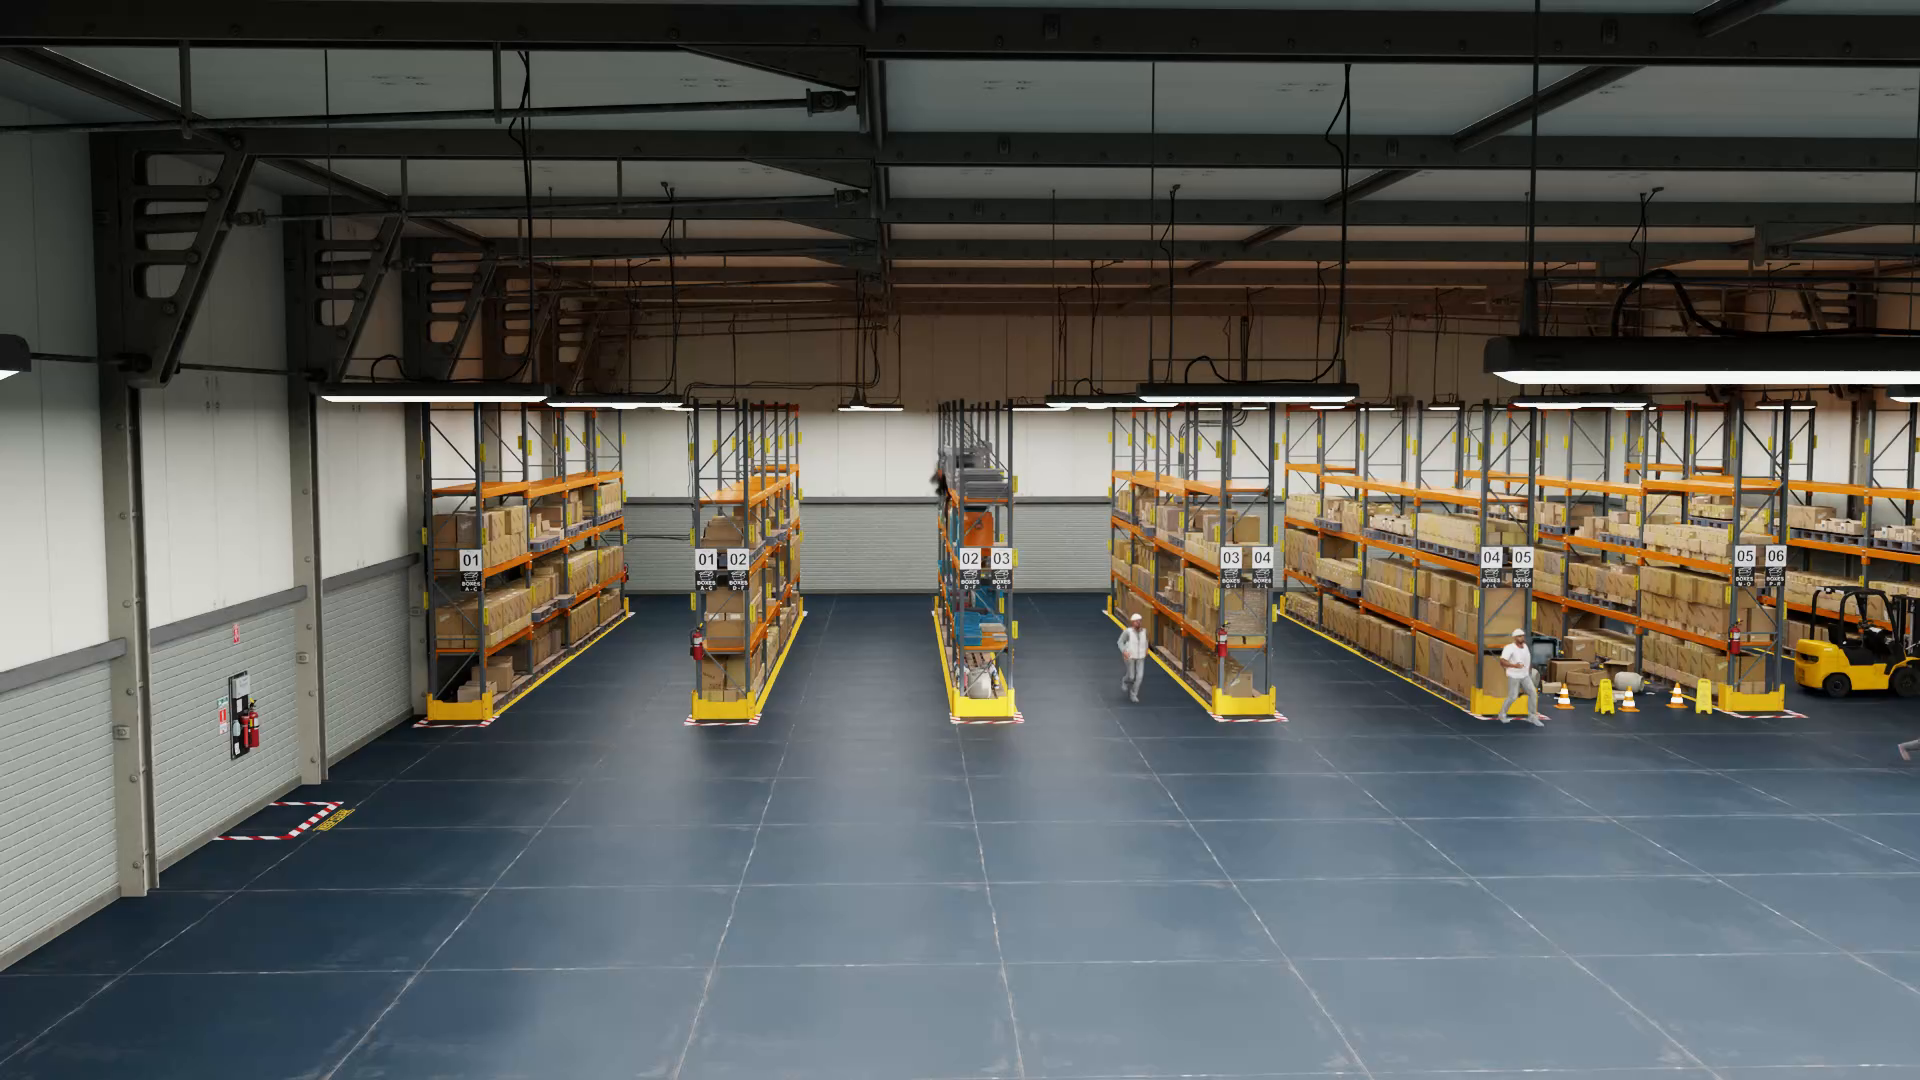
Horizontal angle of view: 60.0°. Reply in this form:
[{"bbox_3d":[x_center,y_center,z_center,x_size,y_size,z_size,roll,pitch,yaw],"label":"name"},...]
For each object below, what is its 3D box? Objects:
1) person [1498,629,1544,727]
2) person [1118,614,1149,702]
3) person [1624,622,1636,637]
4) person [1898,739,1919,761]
[{"bbox_3d":[10.234,2.498,30.391,0.738,1.750,0.818,-2,5,-28],"label":"person"},{"bbox_3d":[3.489,2.338,33.317,0.681,1.745,0.675,-1,5,-18],"label":"person"},{"bbox_3d":[16.426,1.820,40.496,0.542,1.624,0.631,0,4,-1],"label":"person"},{"bbox_3d":[15.551,2.896,26.649,0.599,1.647,0.881,-3,6,-38],"label":"person"}]
